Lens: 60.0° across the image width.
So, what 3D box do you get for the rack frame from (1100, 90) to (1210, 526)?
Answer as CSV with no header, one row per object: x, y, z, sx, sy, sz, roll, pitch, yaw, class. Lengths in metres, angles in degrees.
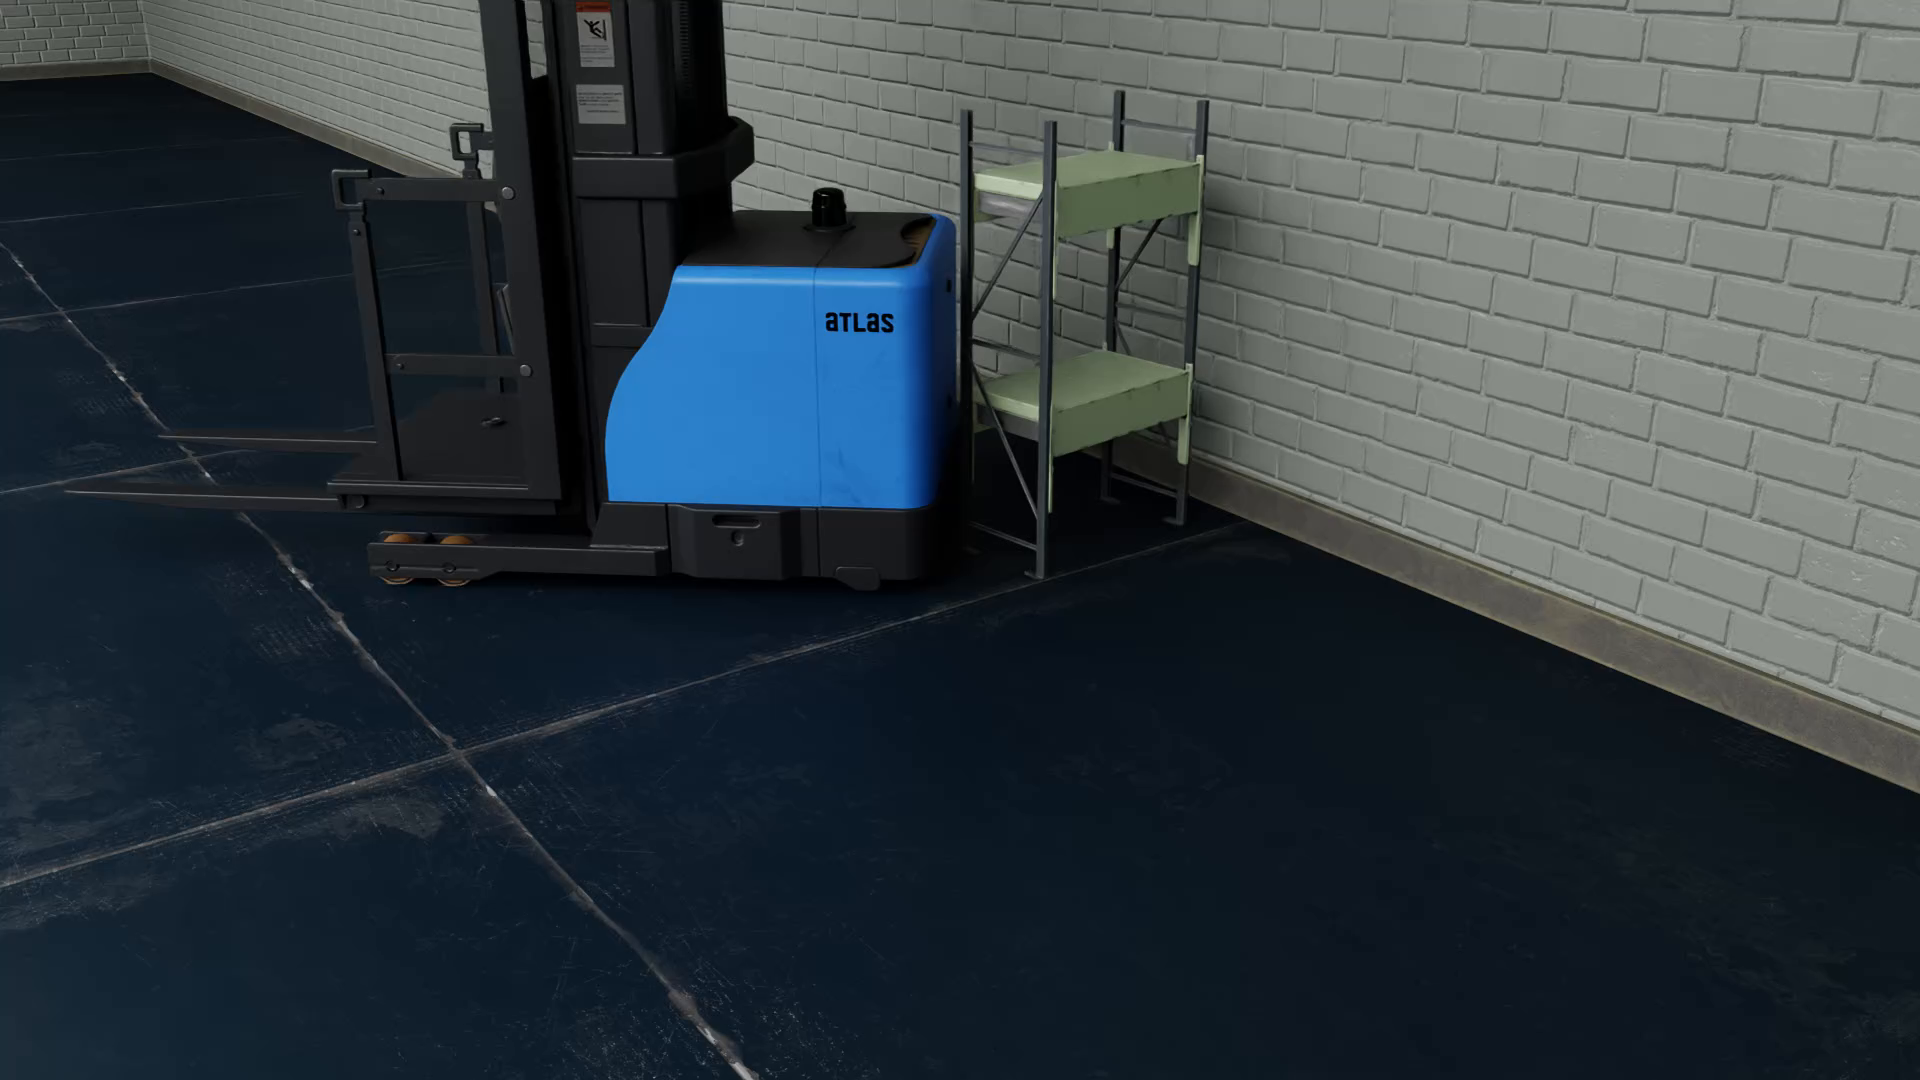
0.677,-0.803,5.885,0.023,1.500,0.400,-20,29,-40,rack frame

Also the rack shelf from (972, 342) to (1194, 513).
0.412,-0.406,5.771,0.720,0.370,0.431,-20,29,-40,rack shelf

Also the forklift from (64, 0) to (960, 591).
-1.544,-1.399,5.448,3.031,2.935,1.130,2,22,4,forklift

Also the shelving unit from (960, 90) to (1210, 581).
0.412,-0.709,5.650,0.755,1.500,0.431,-20,29,-40,shelving unit

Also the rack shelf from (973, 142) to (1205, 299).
0.412,-1.072,5.505,0.720,0.370,0.431,-20,29,-40,rack shelf

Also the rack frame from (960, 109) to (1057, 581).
0.148,-0.615,5.415,0.023,1.500,0.400,-20,29,-40,rack frame
